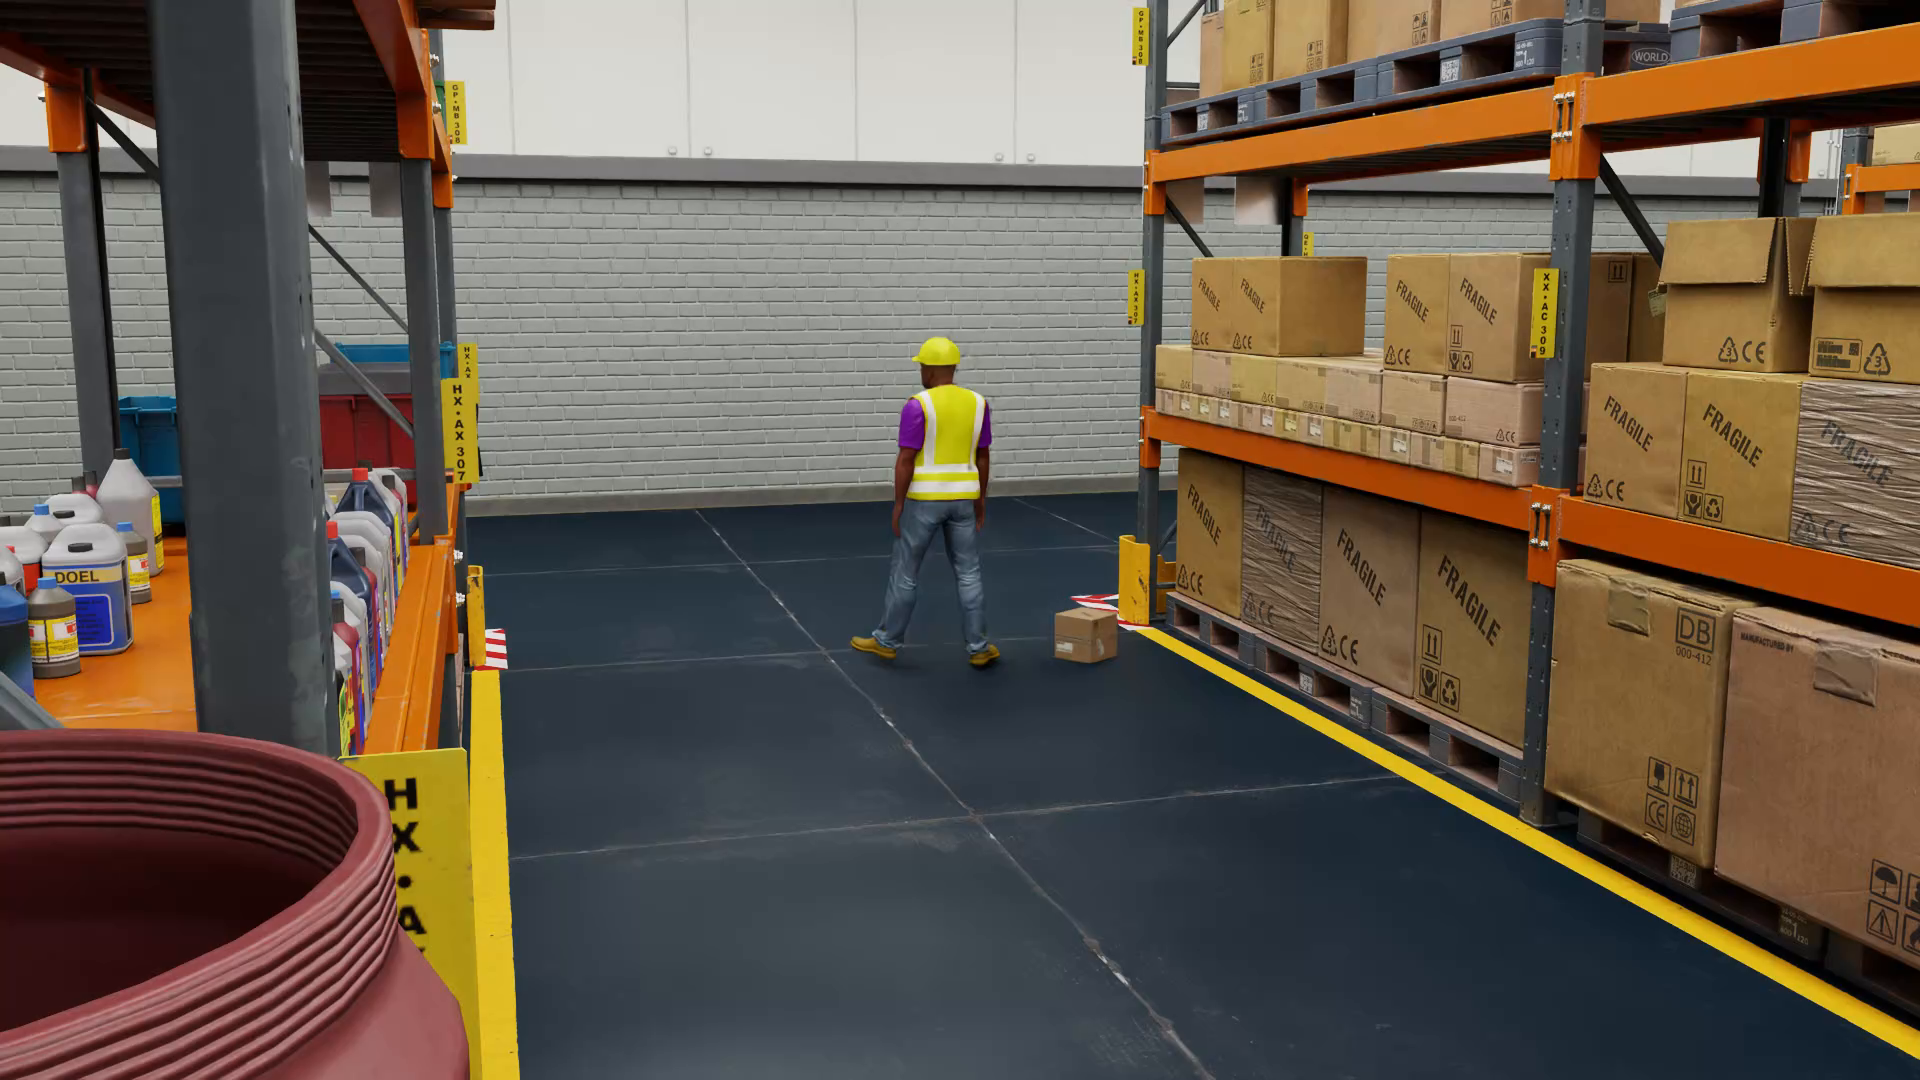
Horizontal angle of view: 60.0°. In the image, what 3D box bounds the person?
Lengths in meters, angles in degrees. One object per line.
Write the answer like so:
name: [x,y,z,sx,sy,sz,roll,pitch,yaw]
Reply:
person: [-0.167,-0.214,9.001,0.700,1.748,0.646,-5,11,-29]
